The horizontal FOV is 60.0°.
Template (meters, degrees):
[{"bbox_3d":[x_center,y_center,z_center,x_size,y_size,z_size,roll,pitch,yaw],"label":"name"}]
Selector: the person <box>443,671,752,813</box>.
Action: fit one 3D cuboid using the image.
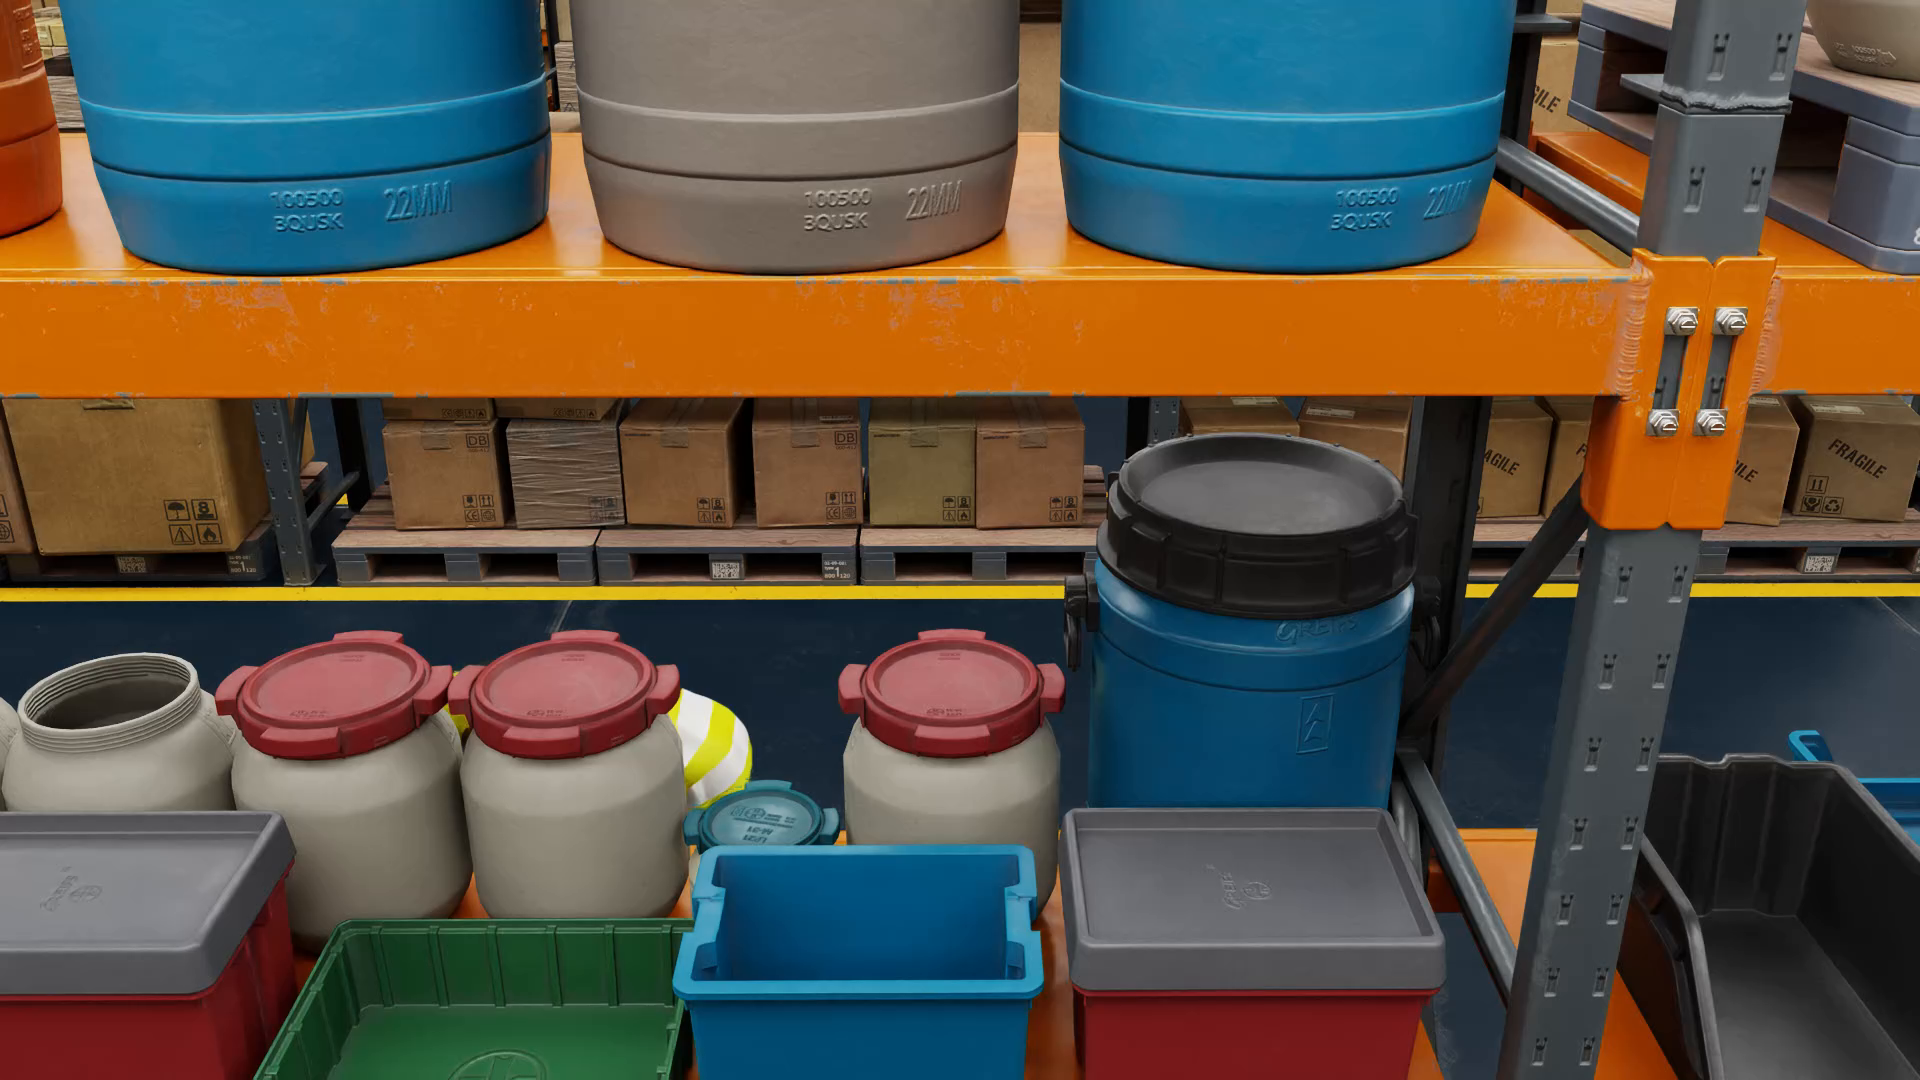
[{"bbox_3d":[-1.110,0.842,5.117,0.947,1.007,0.526,-1,24,-2],"label":"person"}]
